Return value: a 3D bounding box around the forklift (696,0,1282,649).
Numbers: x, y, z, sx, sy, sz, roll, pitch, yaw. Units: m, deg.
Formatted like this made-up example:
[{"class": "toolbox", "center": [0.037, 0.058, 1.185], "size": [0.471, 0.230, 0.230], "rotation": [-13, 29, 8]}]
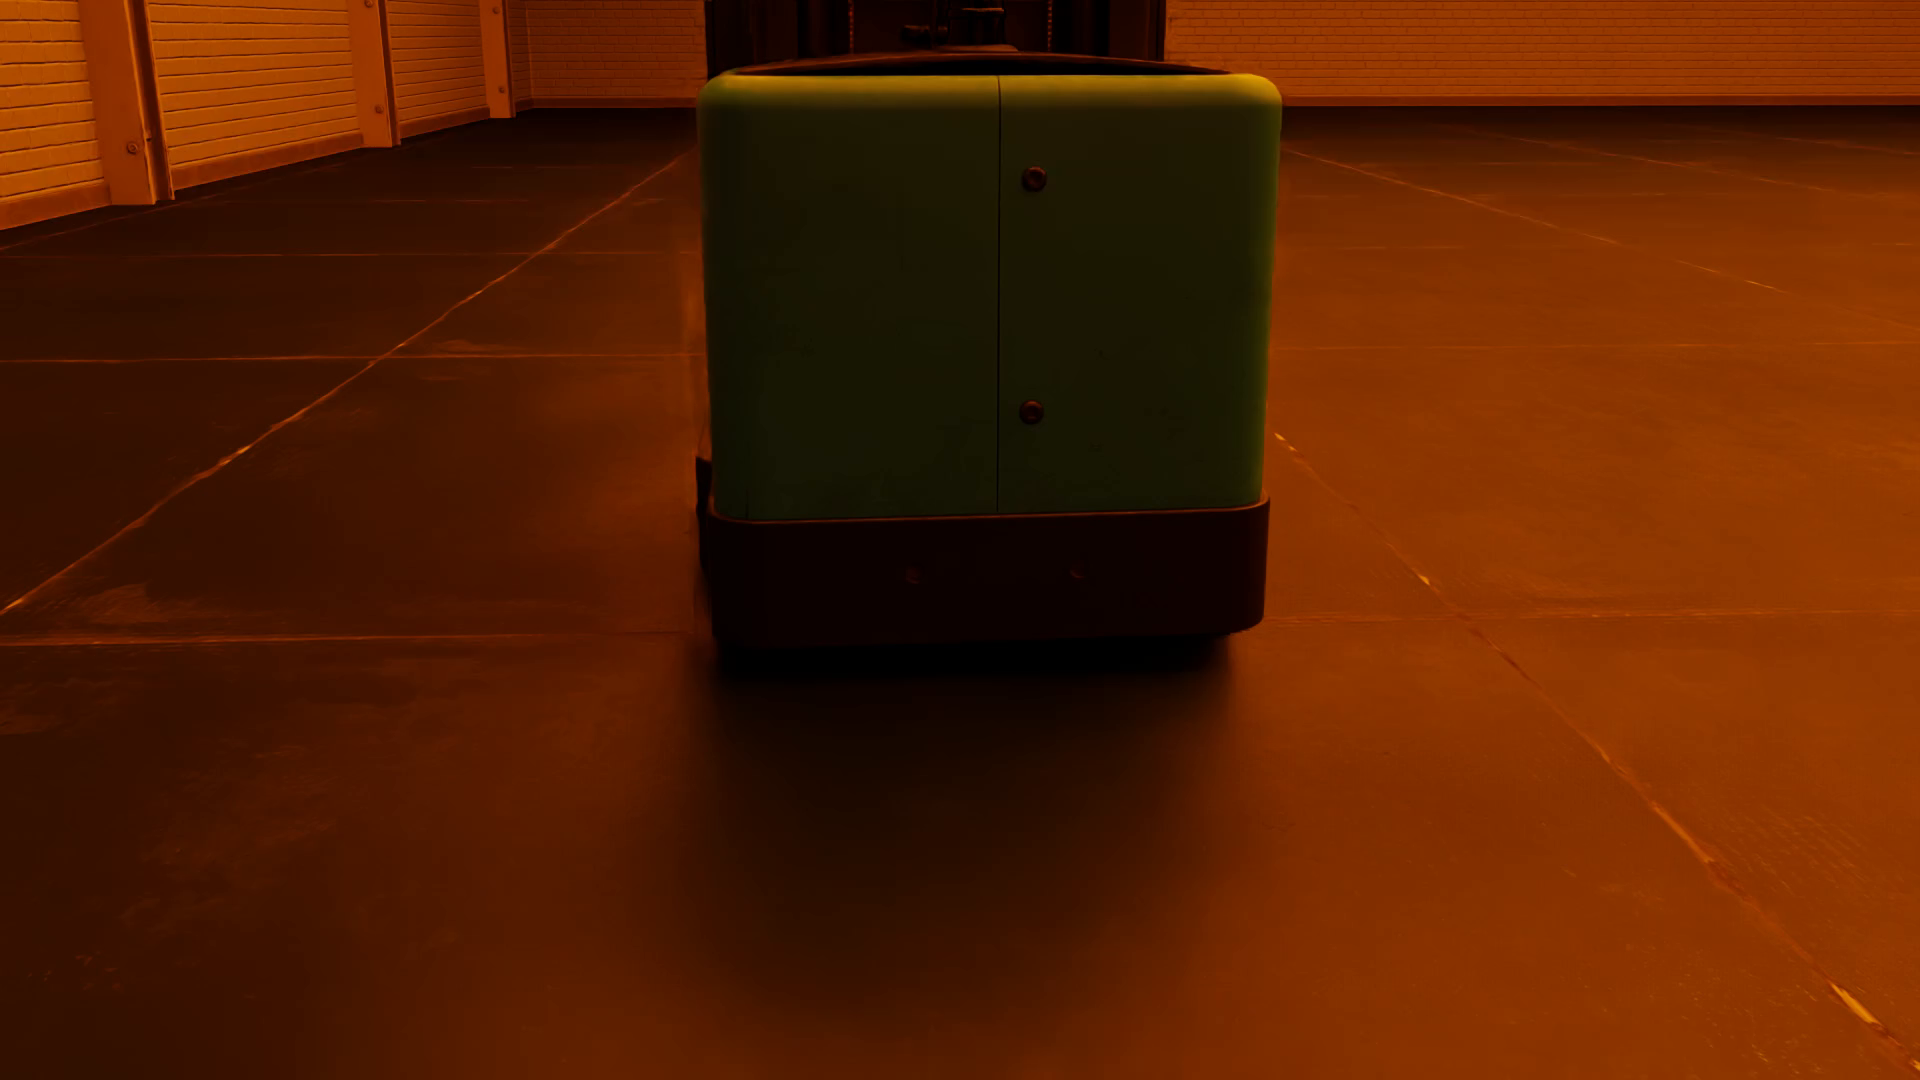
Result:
[{"class": "forklift", "center": [-0.082, -1.587, 4.096], "size": [1.130, 2.935, 3.031], "rotation": [-2, 17, -5]}]
